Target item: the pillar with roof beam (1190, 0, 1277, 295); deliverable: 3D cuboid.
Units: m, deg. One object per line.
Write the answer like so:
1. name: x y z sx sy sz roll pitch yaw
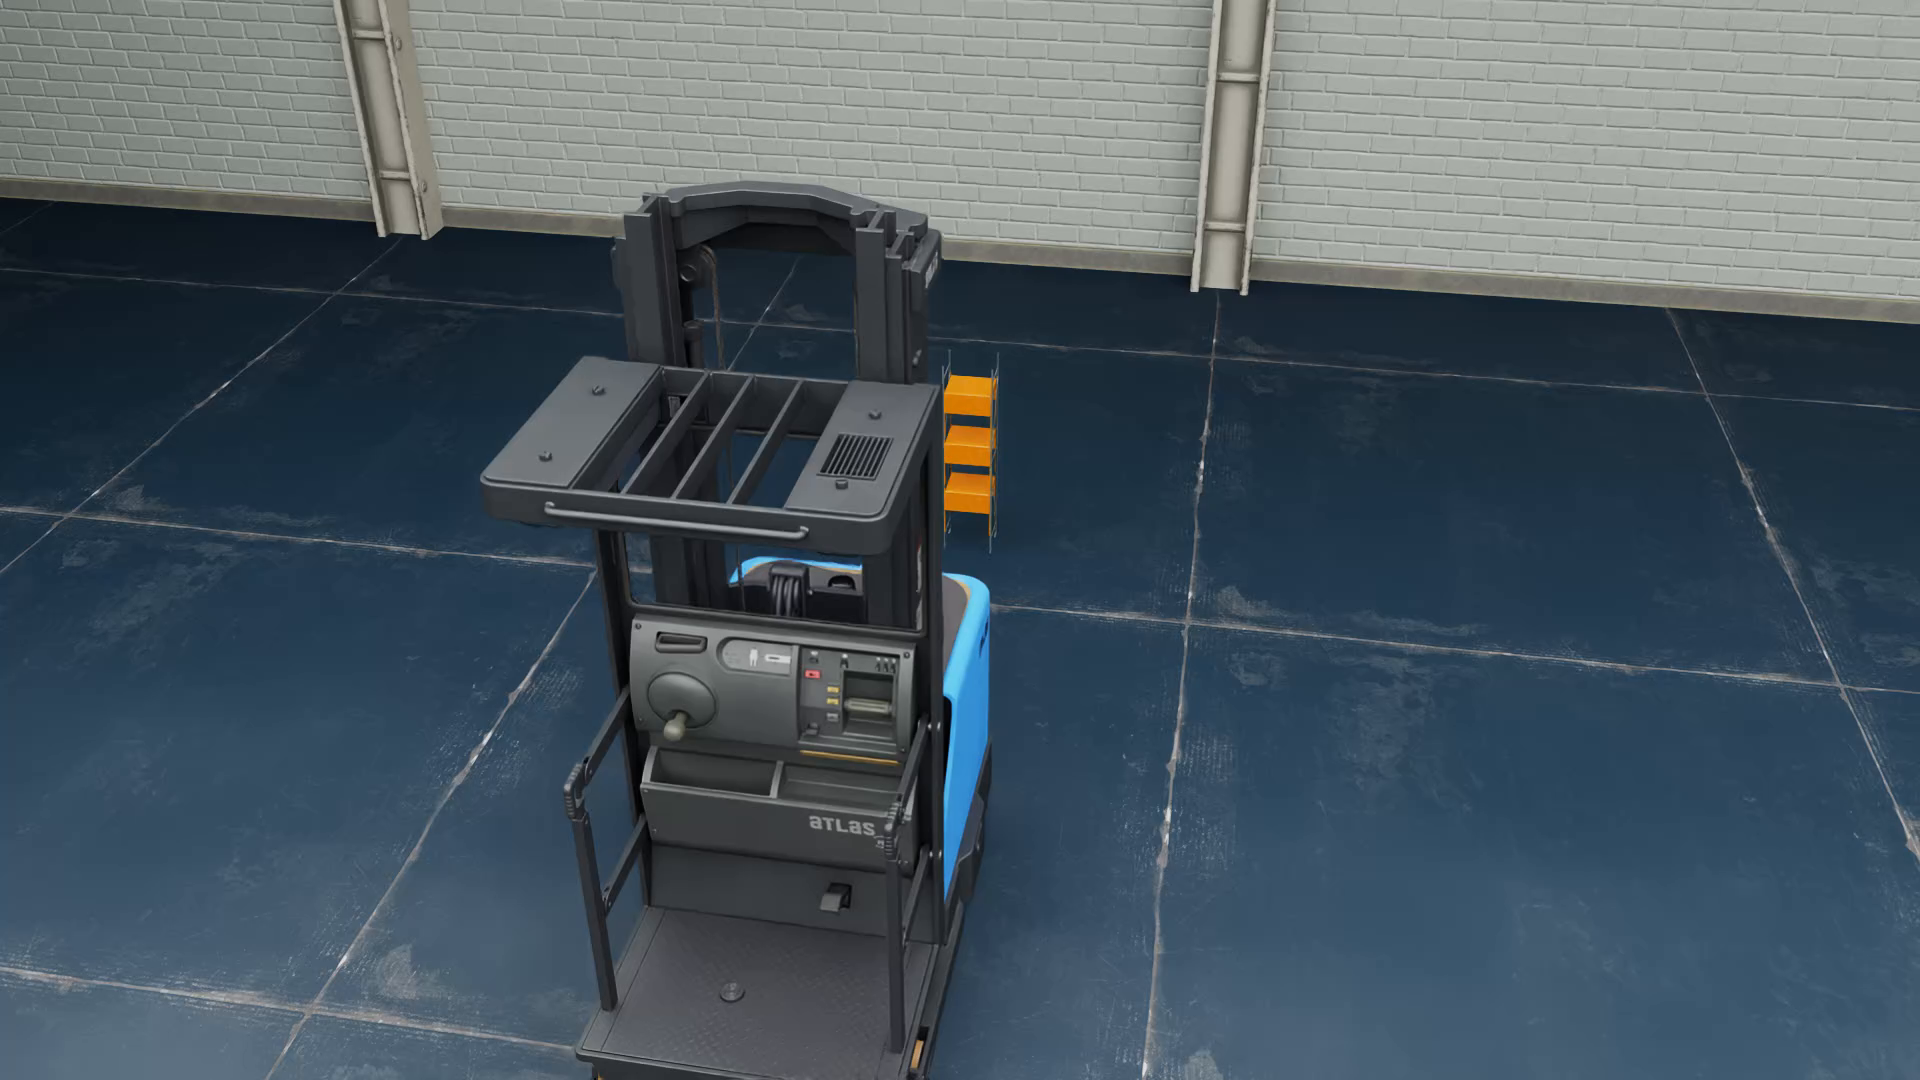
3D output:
1. pillar with roof beam: 1.087 -3.345 5.612 0.400 9.000 9.100 5 32 8

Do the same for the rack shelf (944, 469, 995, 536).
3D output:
1. rack shelf: 0.053 -0.196 8.617 0.240 0.259 0.215 5 32 8

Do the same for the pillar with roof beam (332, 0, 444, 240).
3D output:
1. pillar with roof beam: -4.827 -3.881 6.468 0.400 9.000 9.100 5 32 8

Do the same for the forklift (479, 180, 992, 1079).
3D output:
1. forklift: -0.641 0.532 5.137 1.130 2.935 3.031 6 32 9

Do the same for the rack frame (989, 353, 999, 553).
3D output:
1. rack frame: 0.173 -0.429 8.446 0.008 1.050 0.200 5 32 8

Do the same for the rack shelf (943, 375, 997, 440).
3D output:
1. rack shelf: 0.053 -0.672 8.319 0.240 0.259 0.215 5 32 8

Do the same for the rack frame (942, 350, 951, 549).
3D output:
1. rack frame: -0.068 -0.451 8.481 0.008 1.050 0.200 5 32 8

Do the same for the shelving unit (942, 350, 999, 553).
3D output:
1. shelving unit: 0.053 -0.440 8.464 0.252 1.050 0.215 5 32 8

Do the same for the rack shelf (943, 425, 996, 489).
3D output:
1. rack shelf: 0.053 -0.431 8.469 0.240 0.259 0.215 5 32 8
